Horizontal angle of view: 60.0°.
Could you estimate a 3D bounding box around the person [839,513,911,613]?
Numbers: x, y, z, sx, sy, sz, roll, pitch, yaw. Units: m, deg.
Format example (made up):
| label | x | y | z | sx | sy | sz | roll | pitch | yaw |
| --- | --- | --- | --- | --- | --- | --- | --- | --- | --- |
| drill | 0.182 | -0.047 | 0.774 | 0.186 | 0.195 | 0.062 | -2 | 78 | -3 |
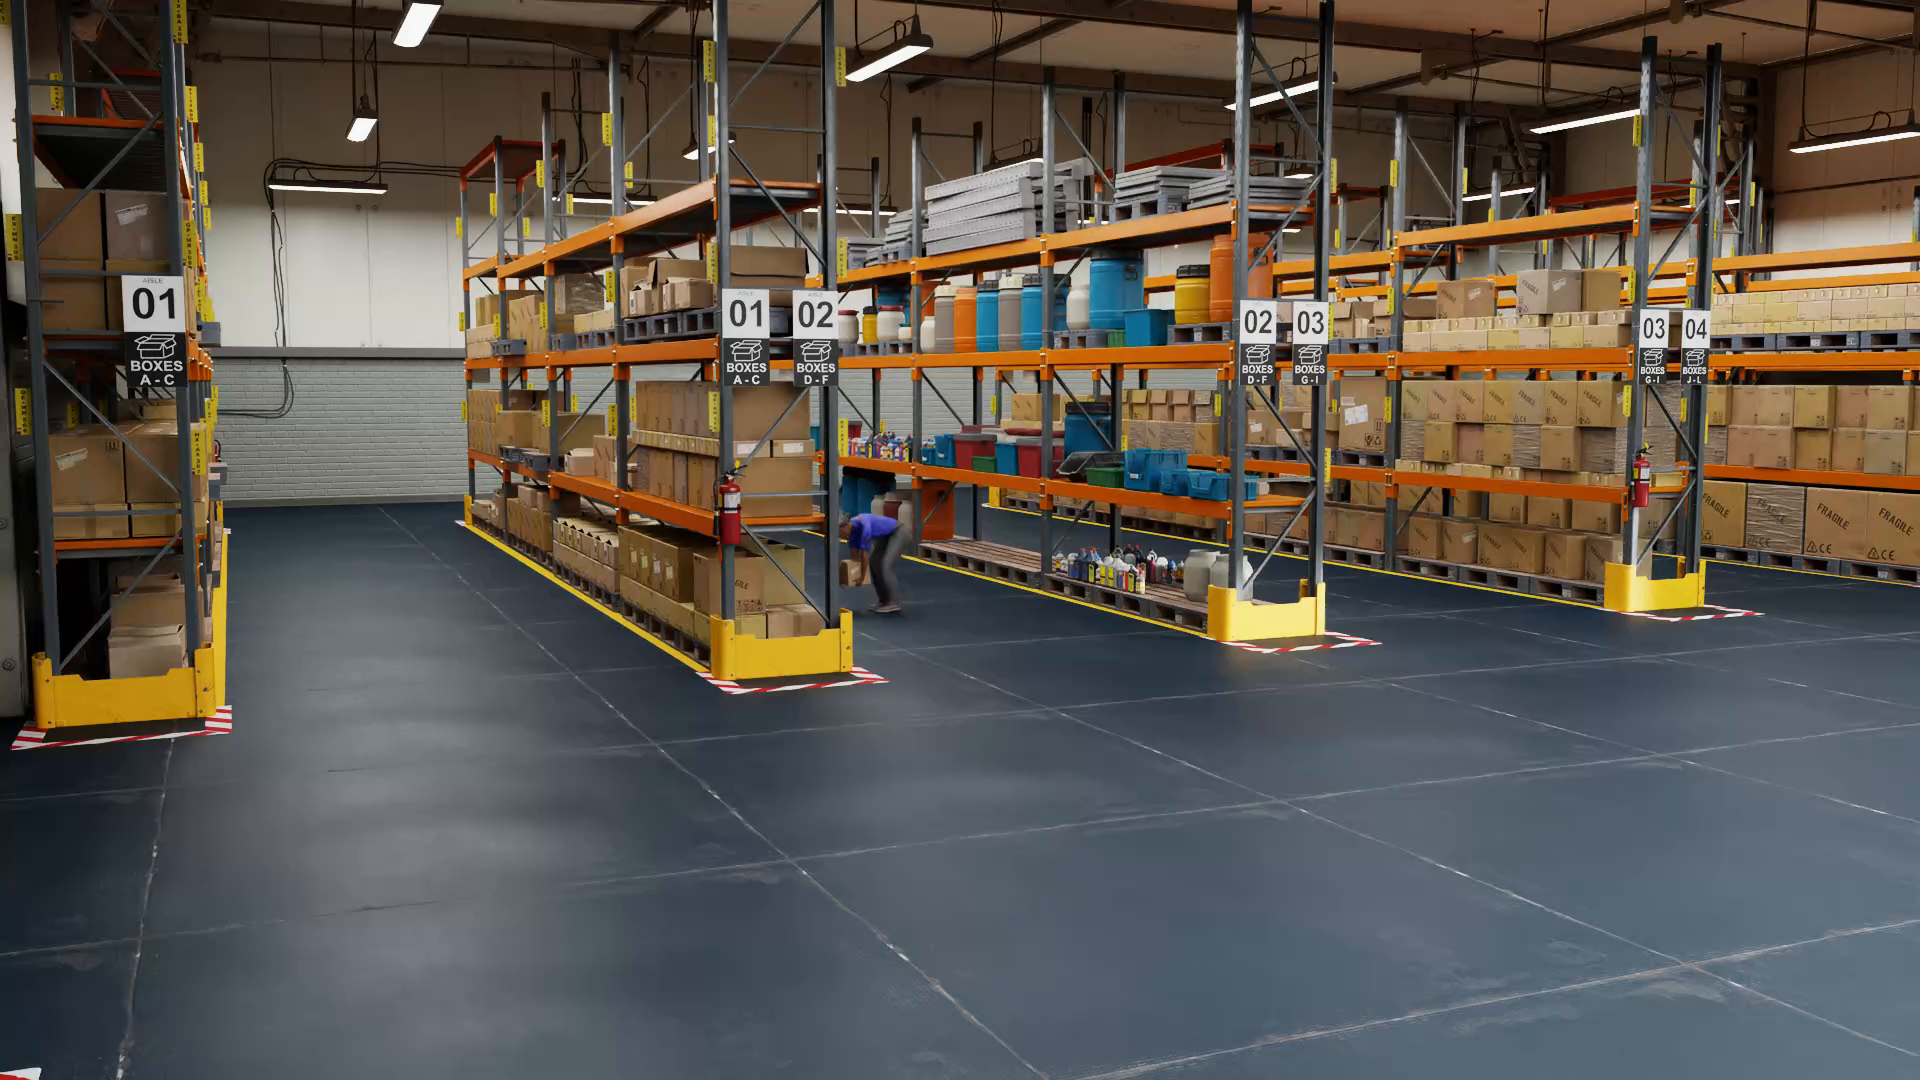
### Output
| label | x | y | z | sx | sy | sz | roll | pitch | yaw |
| --- | --- | --- | --- | --- | --- | --- | --- | --- | --- |
| person | -0.948 | 0.243 | 17.663 | 0.872 | 1.058 | 0.409 | -3 | 6 | -26 |
